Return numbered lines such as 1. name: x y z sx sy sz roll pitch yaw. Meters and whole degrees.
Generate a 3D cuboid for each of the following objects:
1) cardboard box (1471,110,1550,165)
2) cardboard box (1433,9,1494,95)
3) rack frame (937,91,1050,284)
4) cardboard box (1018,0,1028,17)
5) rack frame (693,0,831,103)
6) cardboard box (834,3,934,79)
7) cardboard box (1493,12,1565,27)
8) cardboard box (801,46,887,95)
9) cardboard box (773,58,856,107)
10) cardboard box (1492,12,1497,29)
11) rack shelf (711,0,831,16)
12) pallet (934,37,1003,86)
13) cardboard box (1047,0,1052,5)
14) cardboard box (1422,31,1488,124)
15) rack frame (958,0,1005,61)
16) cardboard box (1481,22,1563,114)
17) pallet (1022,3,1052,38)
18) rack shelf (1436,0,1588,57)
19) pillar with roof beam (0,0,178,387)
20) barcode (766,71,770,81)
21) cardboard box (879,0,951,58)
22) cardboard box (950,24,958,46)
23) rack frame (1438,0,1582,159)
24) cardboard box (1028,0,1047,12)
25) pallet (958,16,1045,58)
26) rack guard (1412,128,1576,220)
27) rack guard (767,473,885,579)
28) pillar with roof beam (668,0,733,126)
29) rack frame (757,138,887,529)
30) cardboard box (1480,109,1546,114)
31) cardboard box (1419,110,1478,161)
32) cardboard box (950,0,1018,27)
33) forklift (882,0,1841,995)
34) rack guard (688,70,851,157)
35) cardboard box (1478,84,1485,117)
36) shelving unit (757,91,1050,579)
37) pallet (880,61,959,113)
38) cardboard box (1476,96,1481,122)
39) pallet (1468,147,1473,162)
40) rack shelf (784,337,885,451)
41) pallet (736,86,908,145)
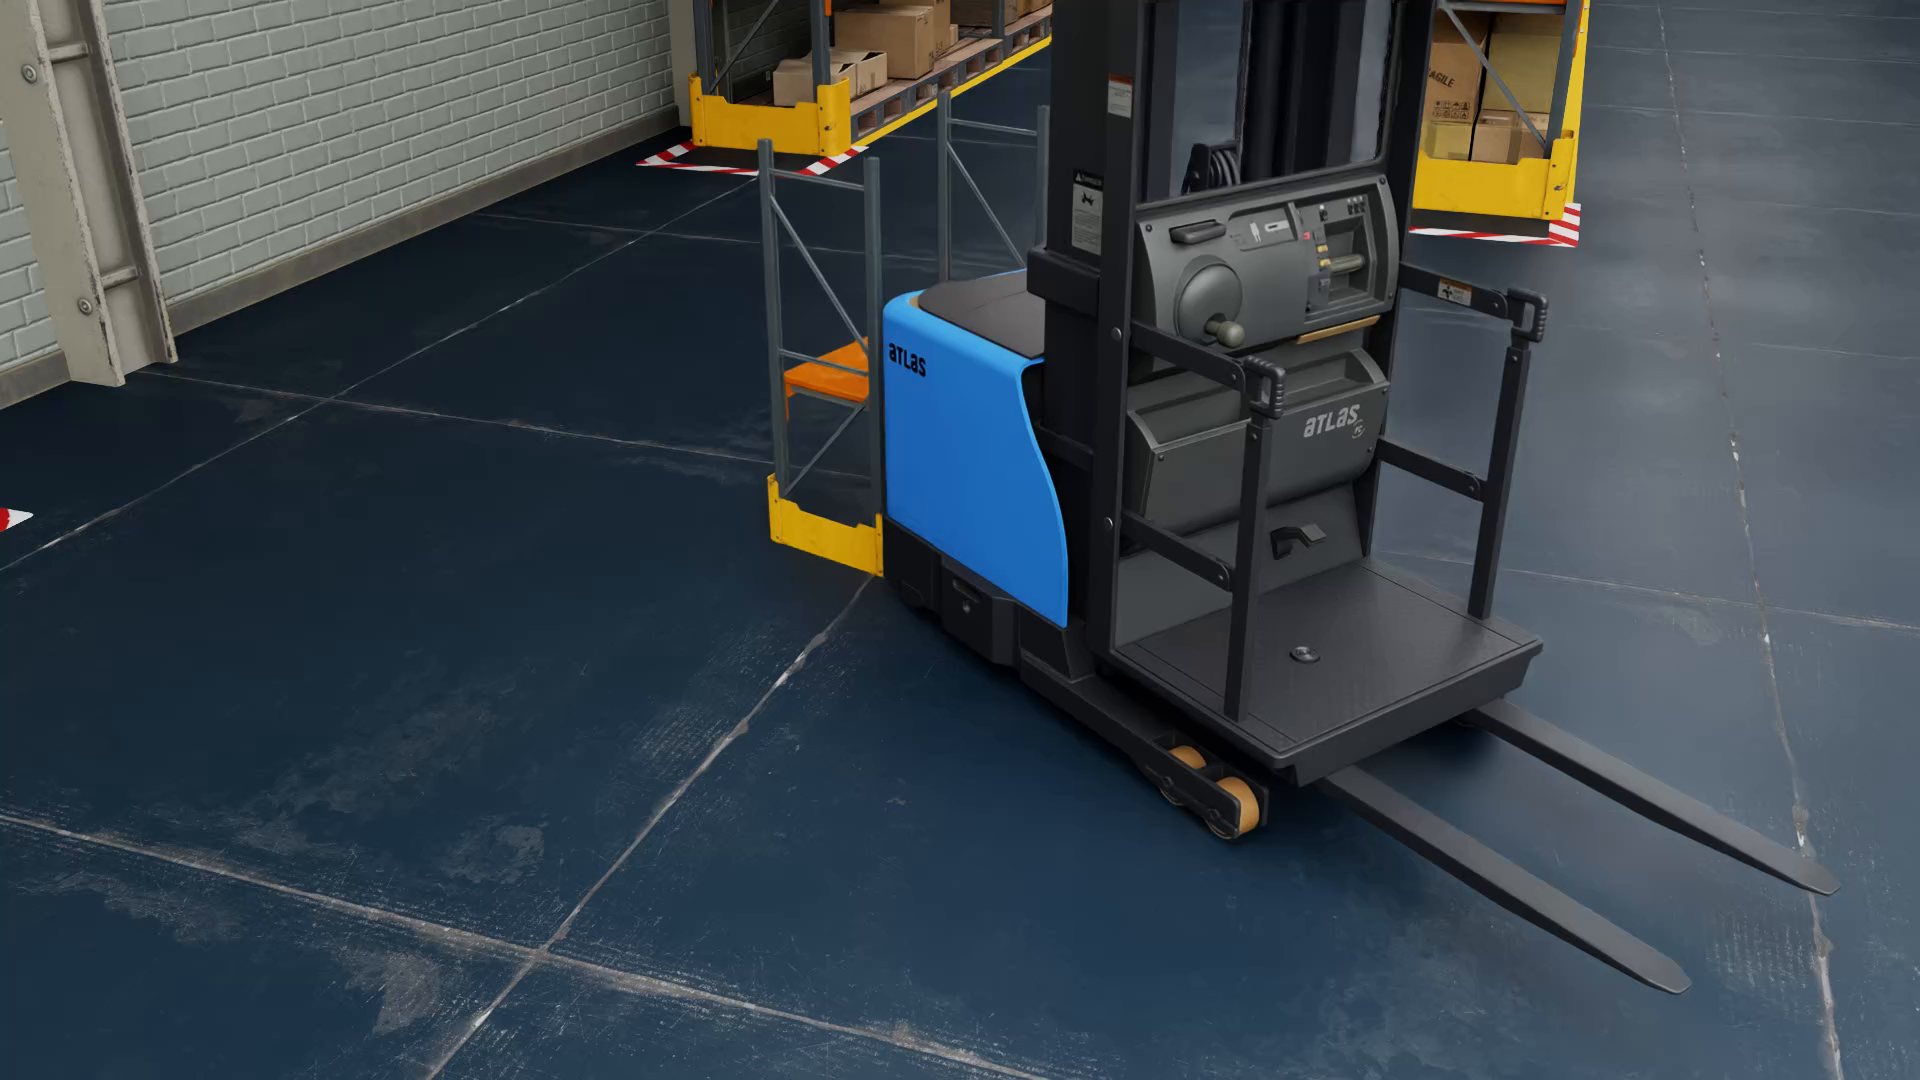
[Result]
1. cardboard box: 3.649 -2.639 10.933 0.500 0.250 0.500 9 27 17
2. cardboard box: 3.478 -3.465 11.778 0.500 0.500 0.500 9 27 17
3. rack frame: 0.125 -0.971 6.535 0.500 1.500 0.032 17 31 32
4. cardboard box: 0.274 -5.458 16.444 0.700 0.500 0.500 8 27 16
5. rack frame: -1.411 -4.217 11.517 1.000 3.000 0.127 9 27 17
6. cardboard box: -0.615 -4.089 13.618 0.700 0.500 0.500 7 27 14
7. cardboard box: 3.968 -3.390 11.622 0.500 0.500 0.500 9 27 17
8. cardboard box: -0.907 -3.710 13.051 0.500 0.311 0.500 11 28 22
9. cardboard box: -1.096 -3.476 12.567 0.500 0.311 0.500 6 26 12
10. cardboard box: 3.646 -3.671 12.202 0.500 0.500 0.500 9 27 17
11. rack shelf: -0.746 -4.715 13.371 1.077 0.370 4.000 9 27 17
12. pallet: -0.270 -4.324 14.939 1.003 0.211 1.213 9 27 17
13. cardboard box: 0.641 -5.871 17.296 0.700 0.500 0.500 9 27 17
14. cardboard box: 3.159 -3.052 10.925 0.500 0.500 0.500 9 27 17
15. rack frame: -0.080 -5.860 14.912 1.000 3.000 0.127 9 27 17
16. cardboard box: 3.814 -3.183 11.194 0.500 0.500 0.500 9 27 17
17. pallet: 0.582 -5.429 17.220 1.003 0.211 1.213 9 27 17
18. rack shelf: 3.927 -3.998 11.891 1.077 0.370 4.000 9 27 17
19. pillar with roof beam: 0.069 -4.240 4.681 9.100 9.000 0.400 9 27 17
20. barcode: -1.467 -3.545 12.700 0.001 0.075 0.075 9 27 17
21. cardboard box: -0.388 -4.501 14.468 0.500 0.500 0.500 7 27 14
22. cardboard box: -0.230 -4.559 14.970 0.380 0.166 0.250 5 26 11
23. rack frame: 3.261 -3.500 10.036 1.000 3.000 0.127 9 27 17
24. cardboard box: 0.481 -5.662 16.865 0.700 0.500 0.500 9 27 18
25. pallet: 0.177 -4.926 16.181 1.003 0.211 1.213 9 27 17
26. rack guard: 3.253 -2.365 10.561 1.175 0.500 0.348 9 27 17
27. rack guard: -0.459 -0.057 6.080 0.587 0.250 0.087 17 31 32
28. pillar with roof beam: 2.065 -6.706 9.773 9.100 9.000 0.400 9 27 17
29. rack frame: -0.471 -0.612 5.794 0.500 1.500 0.032 17 31 32
30. cardboard box: 3.812 -2.845 11.358 0.500 0.250 0.500 9 27 17
31. cardboard box: 3.161 -2.715 11.088 0.500 0.250 0.500 9 27 17
32. cardboard box: 0.149 -5.238 15.990 0.700 0.500 0.500 10 27 19
33. forklift: 0.987 -0.740 4.415 1.130 2.935 3.031 -17 31 -31
34. rack guard: -1.386 -3.123 12.126 1.175 0.500 0.348 9 27 17
35. cardboard box: 3.481 -3.127 11.941 0.500 0.250 0.500 9 27 17
36. shelving unit: -0.168 -0.795 6.171 0.587 1.500 1.083 17 31 32
37. pallet: -0.675 -3.821 13.900 1.003 0.211 1.213 9 27 17
38. cardboard box: 3.316 -2.922 11.516 0.500 0.250 0.500 9 27 17
39. pallet: 3.476 -2.565 11.306 1.003 0.211 1.213 9 27 17
40. rack shelf: -0.173 -0.630 6.243 0.538 0.185 1.000 17 31 32
41. pallet: -1.082 -3.322 12.868 1.003 0.211 1.213 9 27 17
